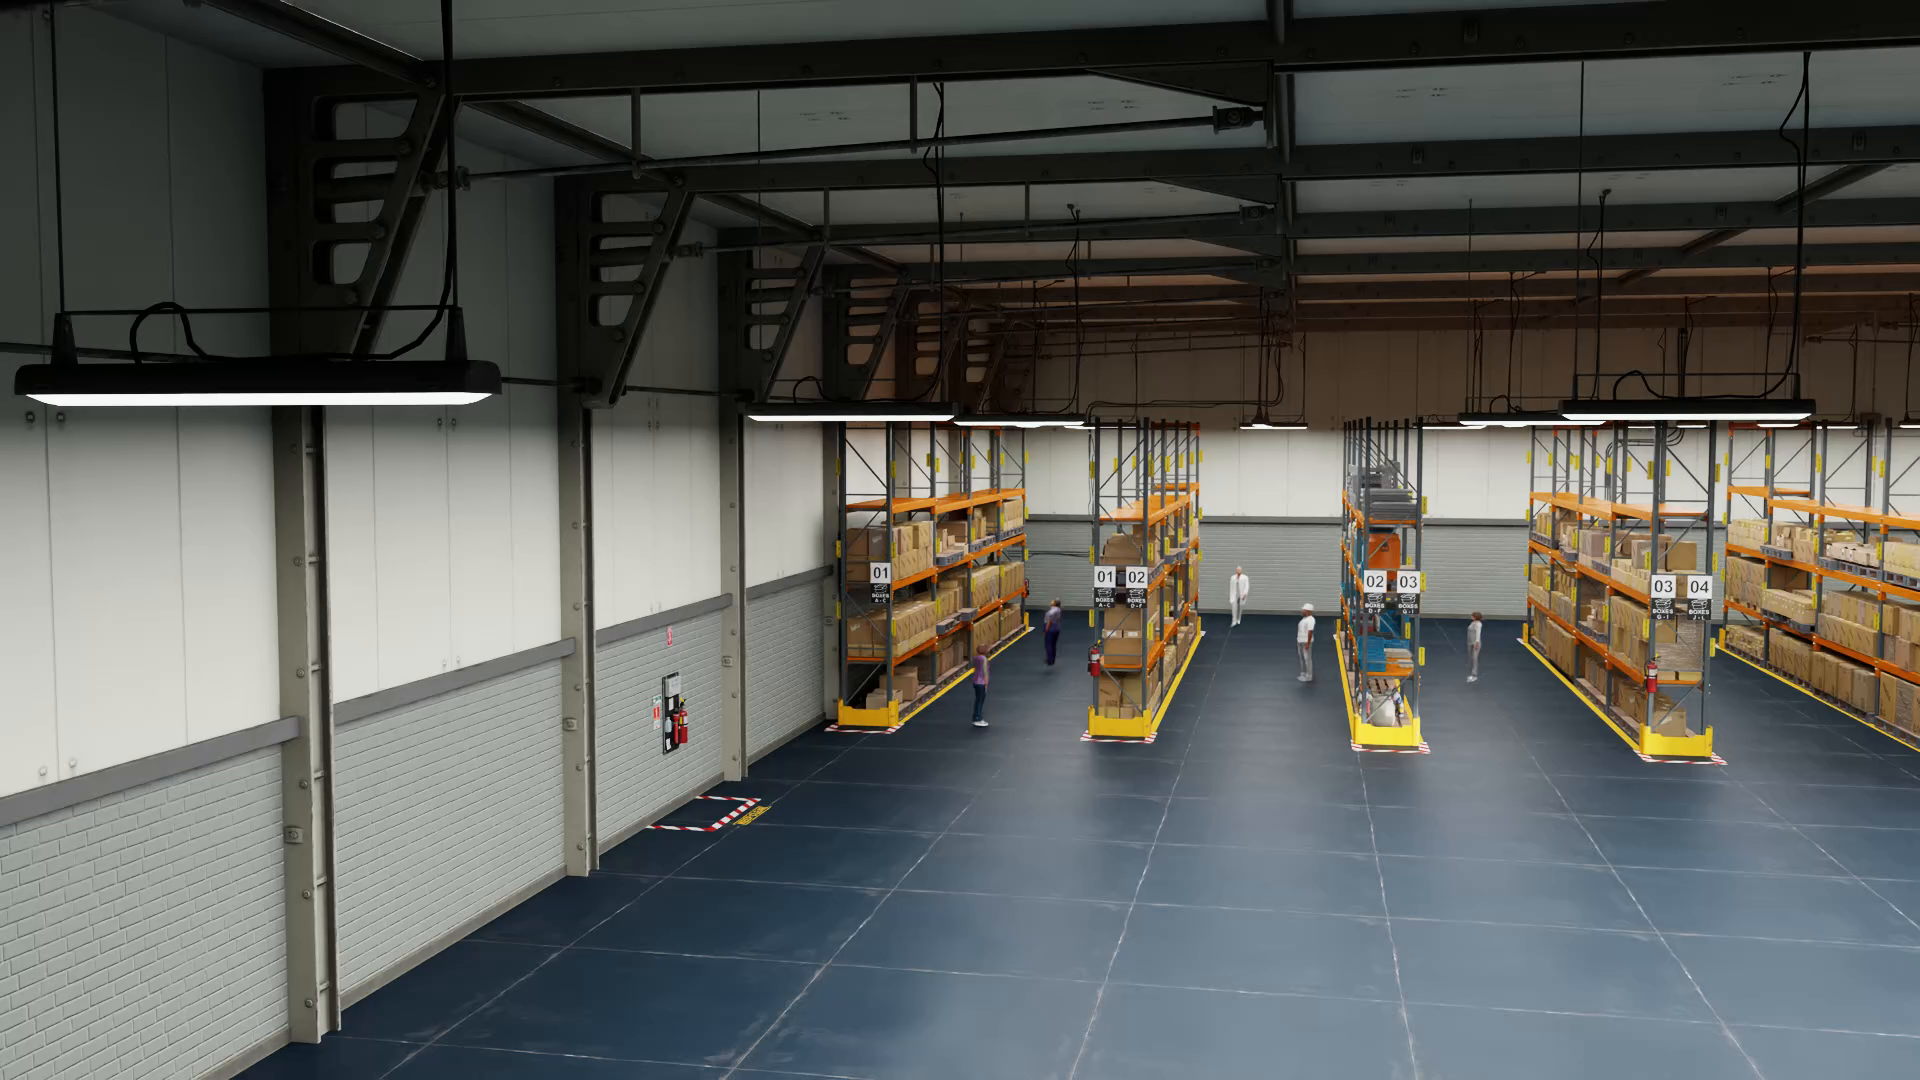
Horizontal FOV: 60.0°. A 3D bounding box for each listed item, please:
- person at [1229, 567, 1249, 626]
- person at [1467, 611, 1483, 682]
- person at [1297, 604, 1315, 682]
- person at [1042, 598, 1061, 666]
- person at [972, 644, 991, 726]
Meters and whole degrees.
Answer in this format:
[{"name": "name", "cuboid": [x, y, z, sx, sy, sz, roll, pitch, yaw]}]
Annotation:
[{"name": "person", "cuboid": [8.219, 1.654, 48.961, 0.563, 1.729, 1.089, 0, 4, 6]}, {"name": "person", "cuboid": [11.824, 2.442, 38.425, 0.483, 1.610, 0.423, -1, 4, -20]}, {"name": "person", "cuboid": [7.963, 2.356, 38.404, 0.498, 1.763, 0.585, -1, 4, -21]}, {"name": "person", "cuboid": [2.145, 2.200, 40.039, 0.495, 1.627, 0.584, -3, 5, -43]}, {"name": "person", "cuboid": [0.418, 2.822, 32.400, 0.329, 1.608, 0.487, -2, 4, -28]}]
